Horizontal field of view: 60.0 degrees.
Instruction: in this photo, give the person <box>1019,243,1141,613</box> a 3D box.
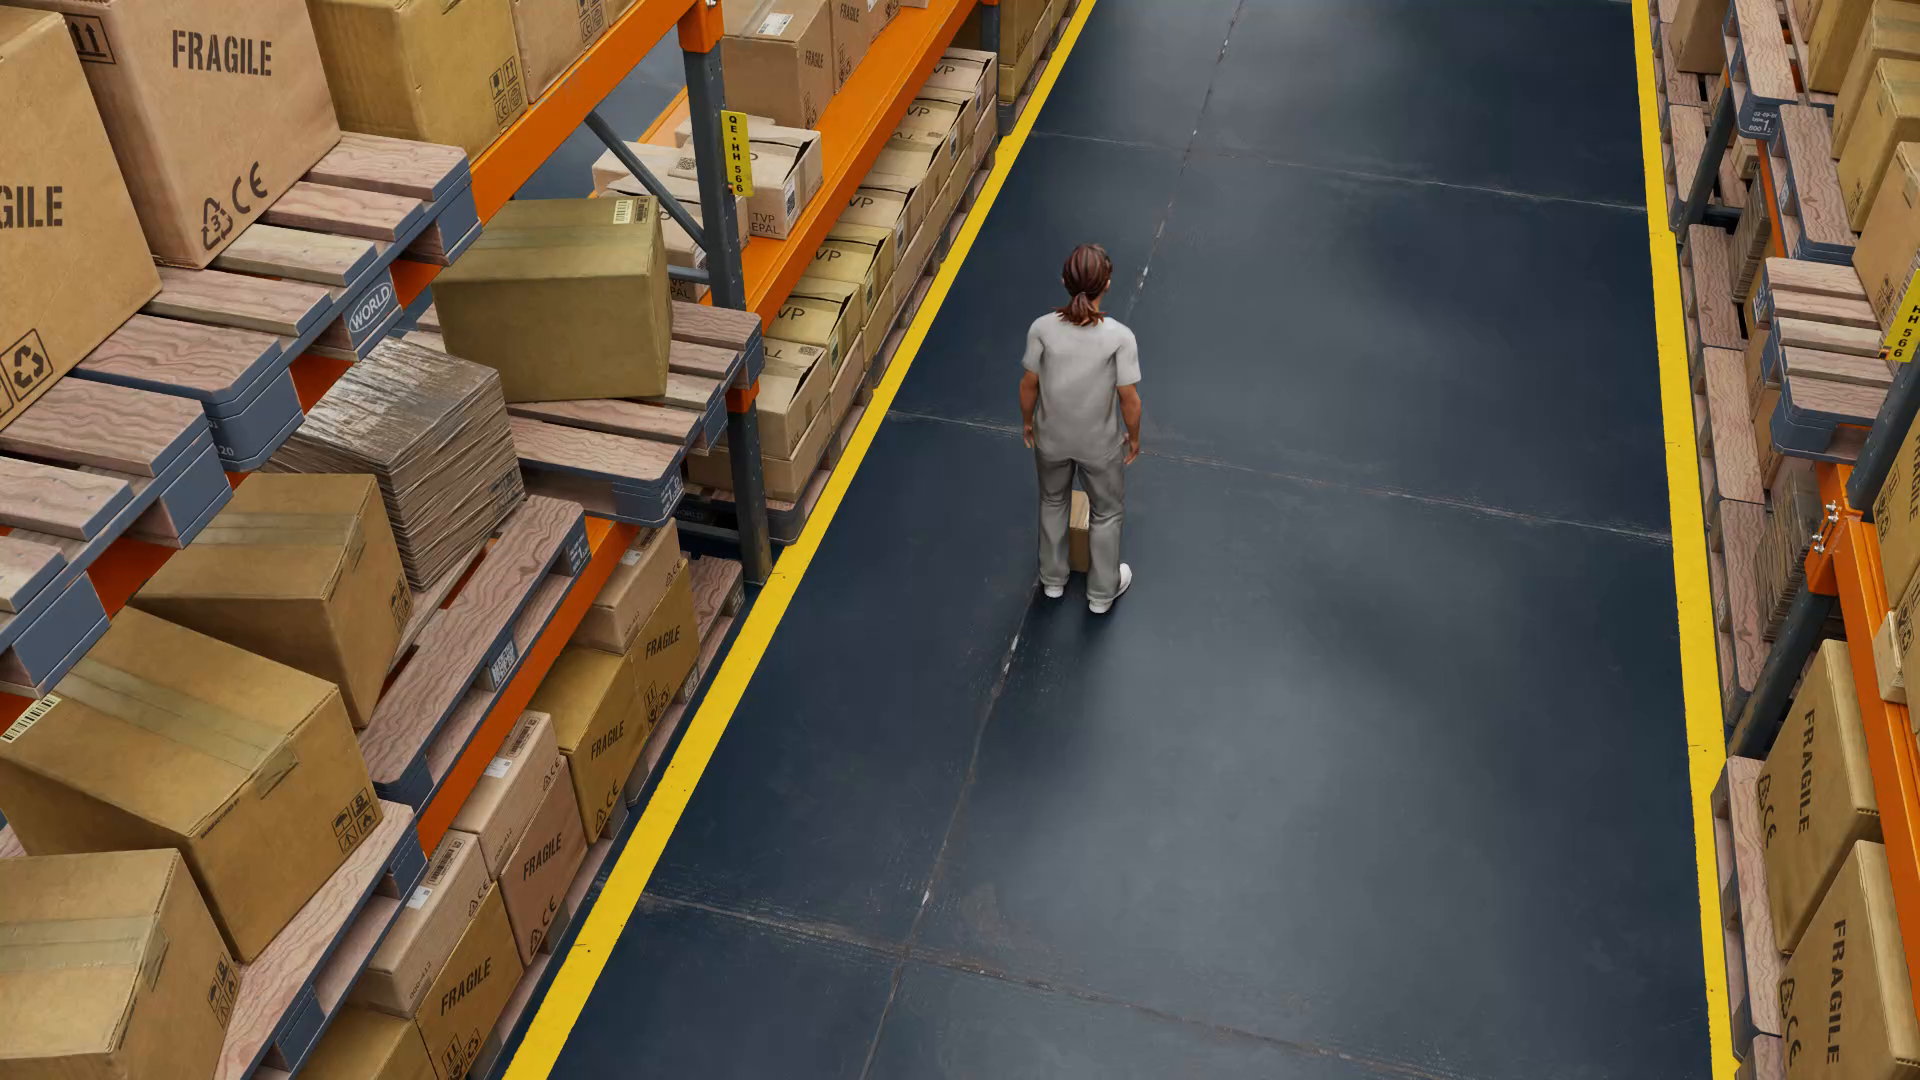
[{"bbox_3d":[0.482,-0.428,6.649,0.485,1.673,0.406,10,42,12],"label":"person"}]
